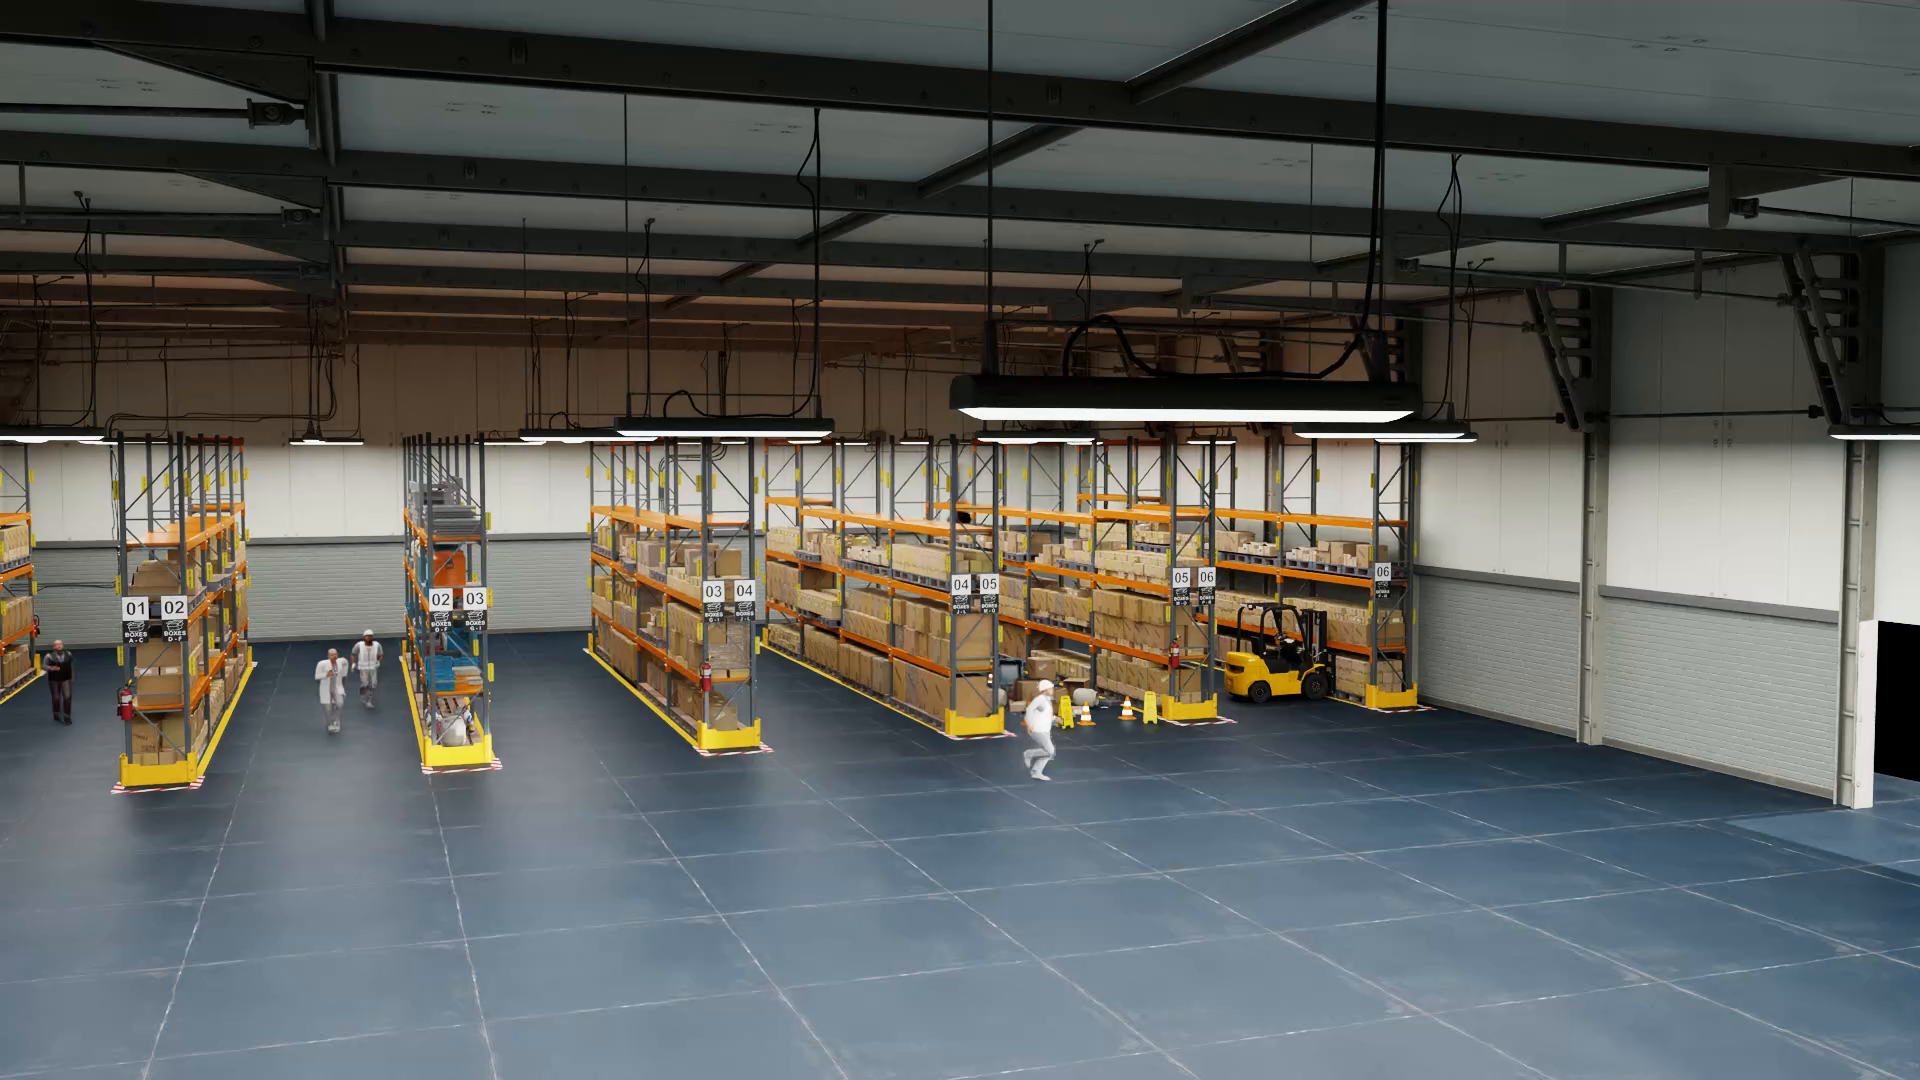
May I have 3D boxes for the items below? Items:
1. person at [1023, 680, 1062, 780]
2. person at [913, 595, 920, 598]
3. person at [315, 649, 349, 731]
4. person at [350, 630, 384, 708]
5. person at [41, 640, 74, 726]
[{"bbox_3d":[1.429,3.283,28.717,0.665,1.726,0.695,1,3,21],"label":"person"},{"bbox_3d":[-1.130,2.386,44.391,0.631,1.811,0.827,-1,3,-24],"label":"person"},{"bbox_3d":[-12.529,3.046,33.218,0.680,1.616,0.934,-2,4,-29],"label":"person"},{"bbox_3d":[-12.972,2.832,36.449,0.683,1.730,0.625,-2,4,-29],"label":"person"},{"bbox_3d":[-18.652,2.948,34.424,0.644,1.772,0.805,-2,4,-35],"label":"person"}]
